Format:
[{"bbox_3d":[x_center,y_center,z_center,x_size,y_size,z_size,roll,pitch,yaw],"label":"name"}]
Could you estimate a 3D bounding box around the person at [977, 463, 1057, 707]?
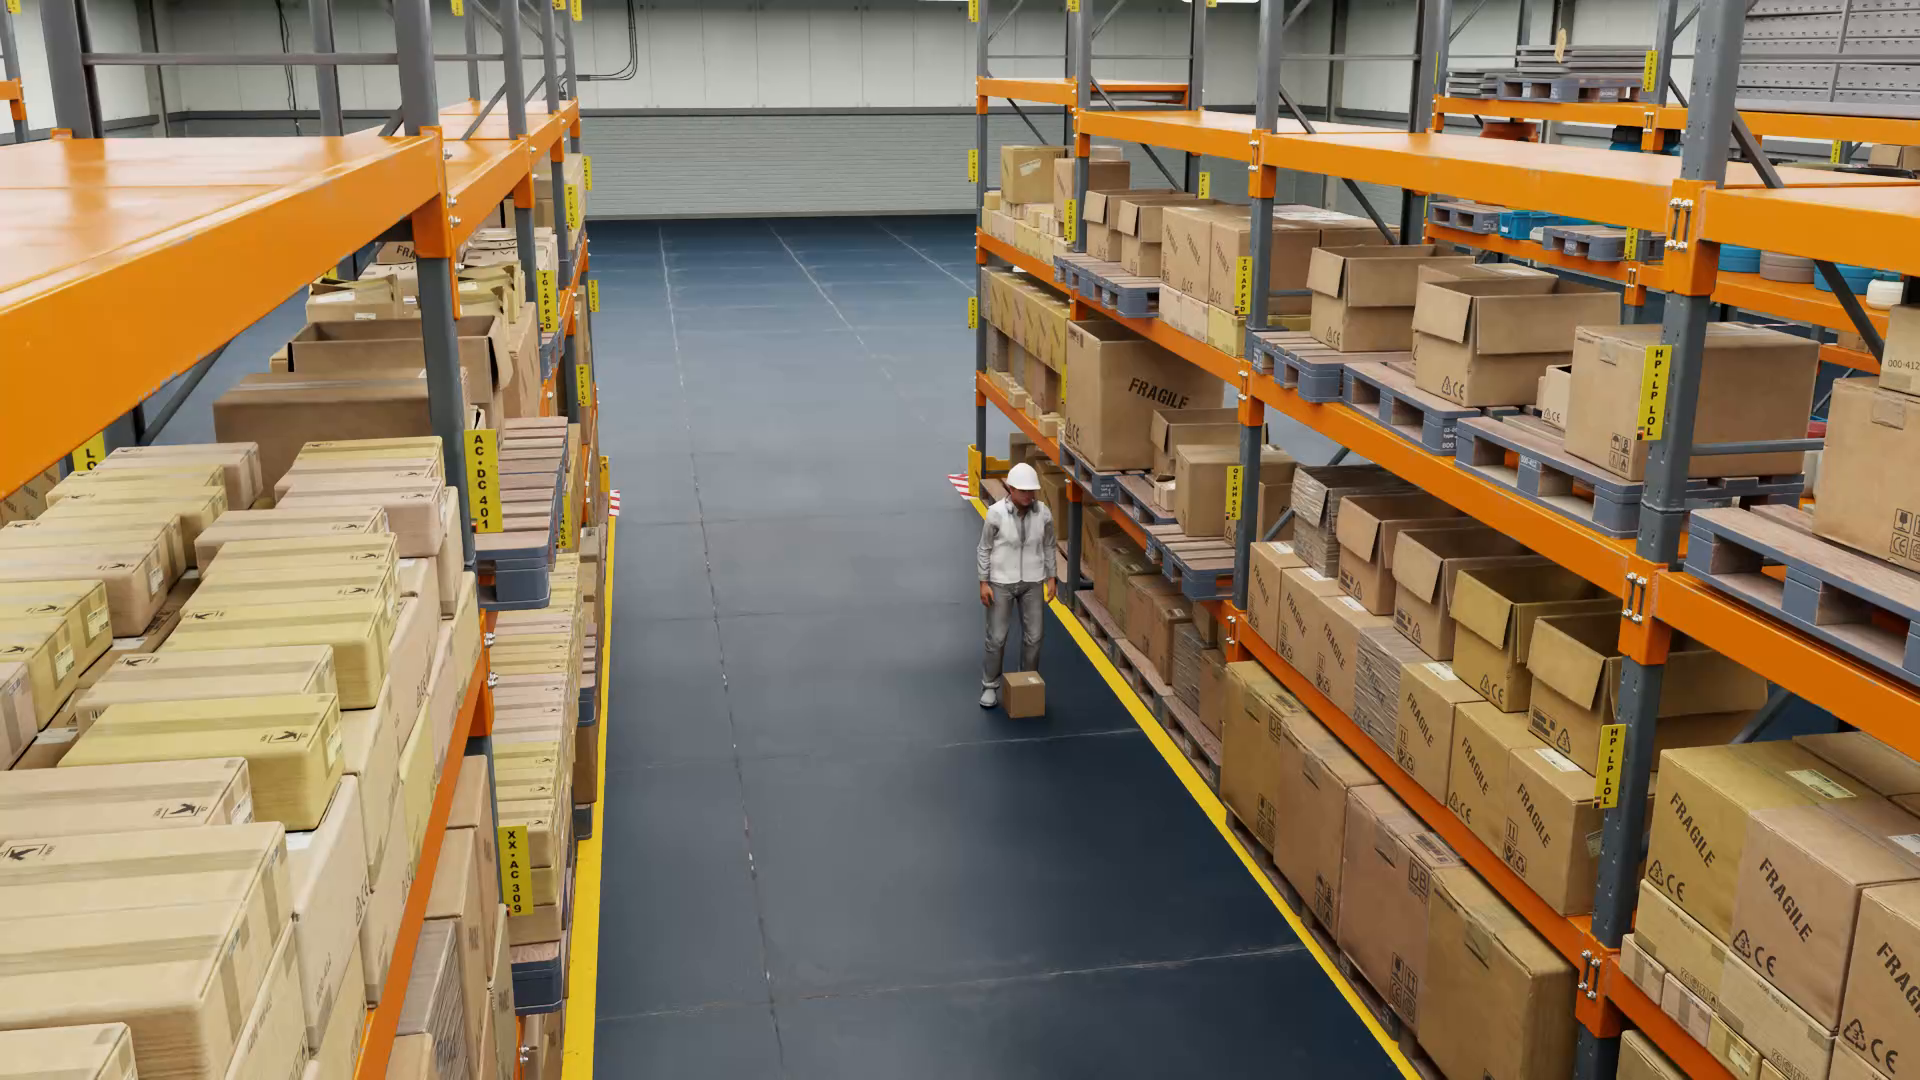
[{"bbox_3d":[0.410,0.304,11.939,0.593,1.773,0.457,-4,17,-13],"label":"person"}]
